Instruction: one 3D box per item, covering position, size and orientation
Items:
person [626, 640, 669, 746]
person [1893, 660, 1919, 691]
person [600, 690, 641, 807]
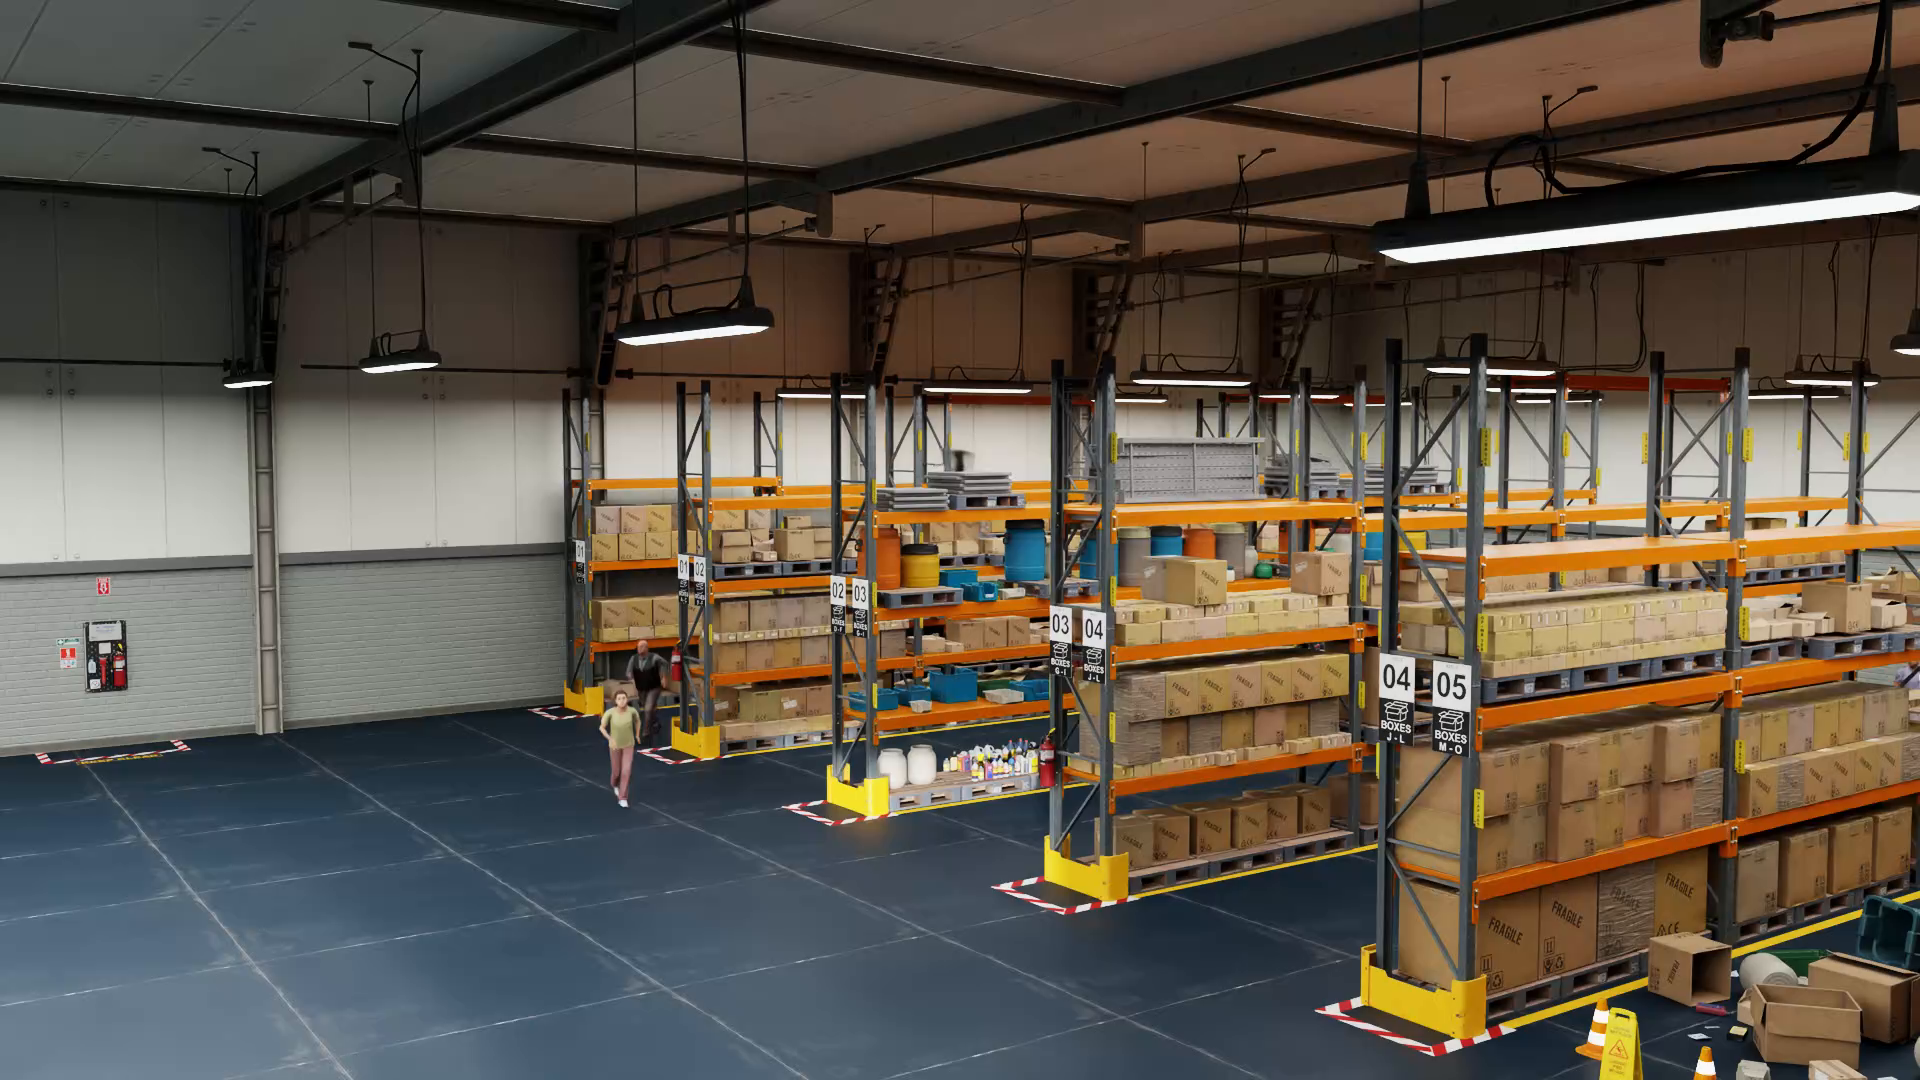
[{"bbox_3d":[-5.238,2.522,27.923,0.657,1.717,0.985,1,4,17],"label":"person"},{"bbox_3d":[15.333,2.635,26.719,0.616,1.677,0.877,2,4,33],"label":"person"},{"bbox_3d":[-4.742,2.871,23.218,0.583,1.621,0.764,-1,4,-18],"label":"person"}]
